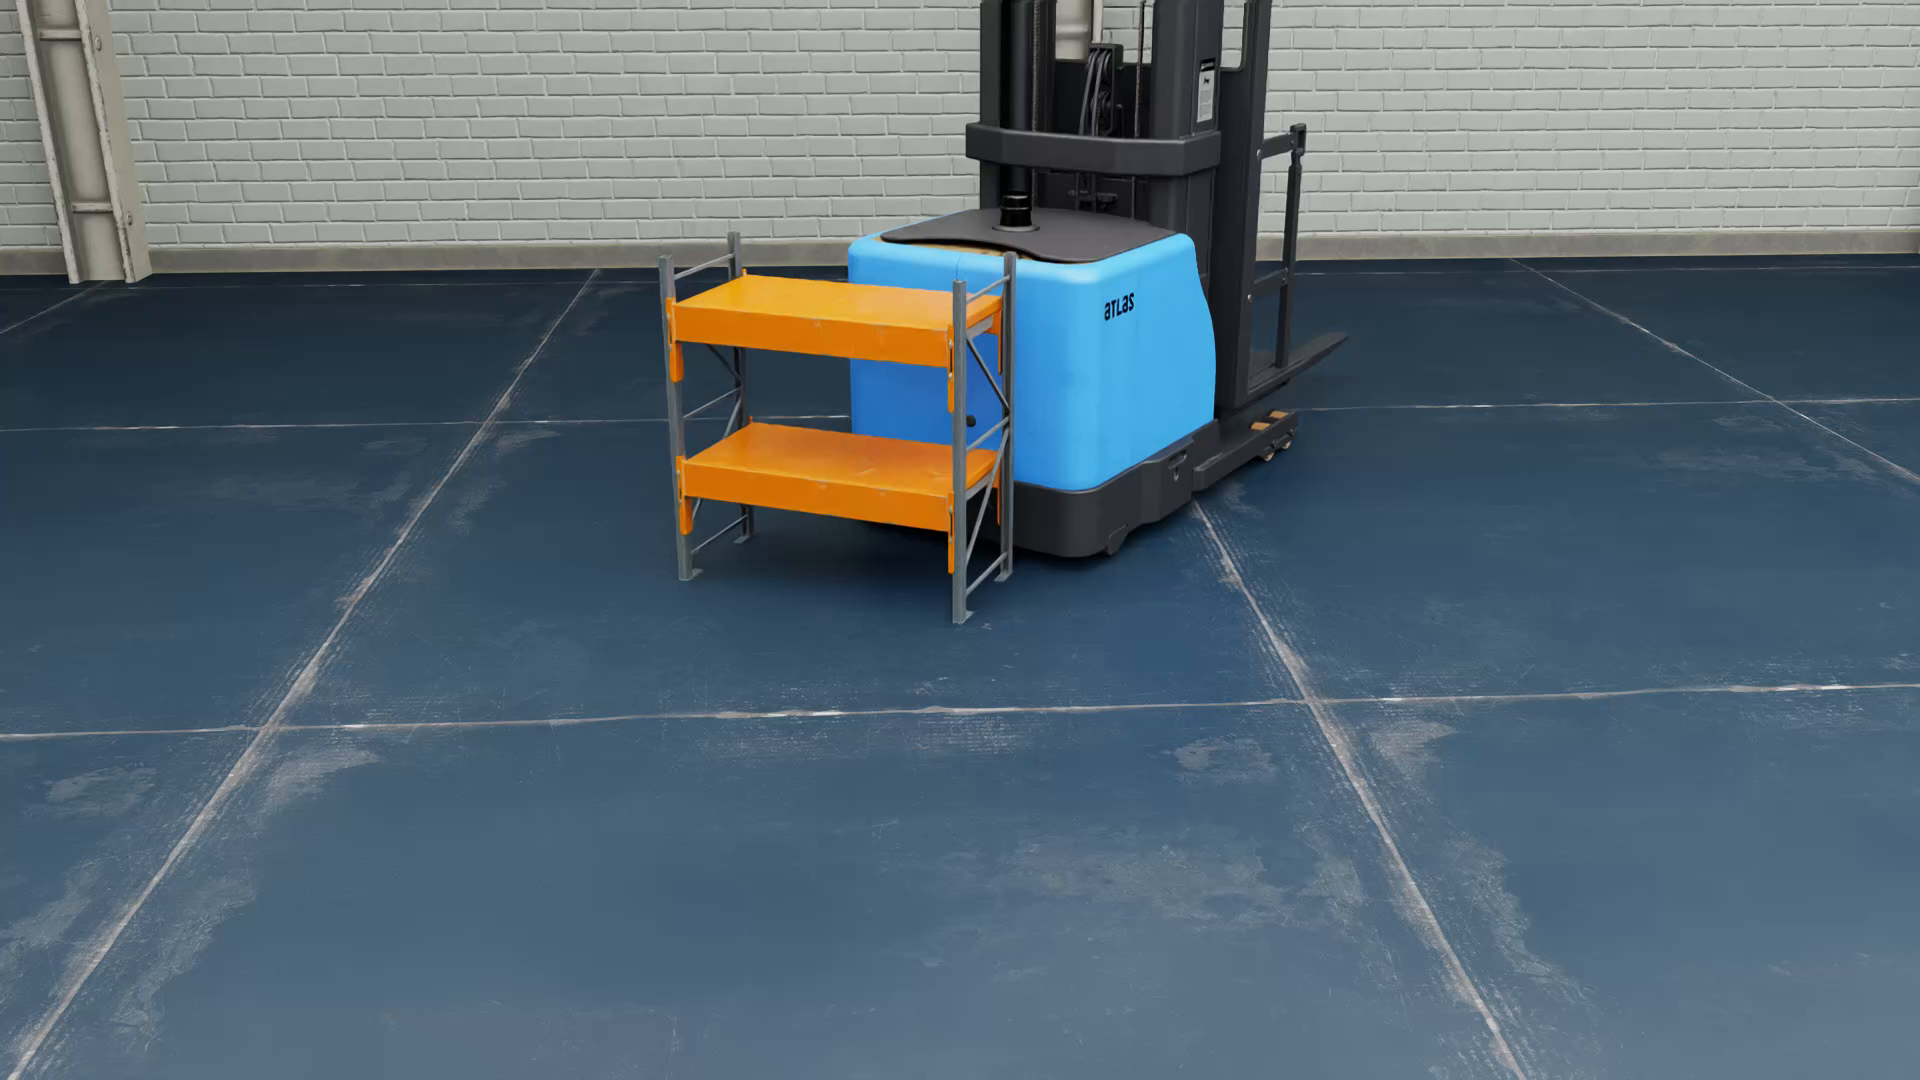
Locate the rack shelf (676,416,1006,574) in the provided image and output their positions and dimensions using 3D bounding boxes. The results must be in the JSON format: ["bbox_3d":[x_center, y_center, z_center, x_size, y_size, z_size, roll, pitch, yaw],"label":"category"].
[{"bbox_3d":[-0.393,-0.170,5.674,1.000,0.278,0.538,8,22,20],"label":"rack shelf"}]

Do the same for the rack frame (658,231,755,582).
[{"bbox_3d":[-0.867,-0.464,5.759,0.032,1.125,0.500,8,22,20],"label":"rack frame"}]

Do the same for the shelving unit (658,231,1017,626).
[{"bbox_3d":[-0.393,-0.399,5.587,1.048,1.125,0.538,8,22,20],"label":"shelving unit"}]

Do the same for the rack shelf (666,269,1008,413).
[{"bbox_3d":[-0.393,-0.672,5.483,1.000,0.278,0.538,8,22,20],"label":"rack shelf"}]

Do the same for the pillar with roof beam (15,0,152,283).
[{"bbox_3d":[-5.082,-4.324,4.831,0.400,9.000,9.100,-1,21,-3],"label":"pillar with roof beam"}]

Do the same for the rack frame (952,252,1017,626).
[{"bbox_3d":[0.081,-0.333,5.415,0.032,1.125,0.500,8,22,20],"label":"rack frame"}]

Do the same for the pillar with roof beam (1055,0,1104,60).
[{"bbox_3d":[0.908,-4.446,5.151,0.400,9.000,9.100,-1,21,-3],"label":"pillar with roof beam"}]

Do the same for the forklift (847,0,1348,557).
[{"bbox_3d":[0.801,-1.781,6.679,1.130,2.935,3.031,13,24,30],"label":"forklift"}]

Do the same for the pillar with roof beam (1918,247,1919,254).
[{"bbox_3d":[6.898,-4.568,5.471,0.400,9.000,9.100,-1,21,-3],"label":"pillar with roof beam"}]
